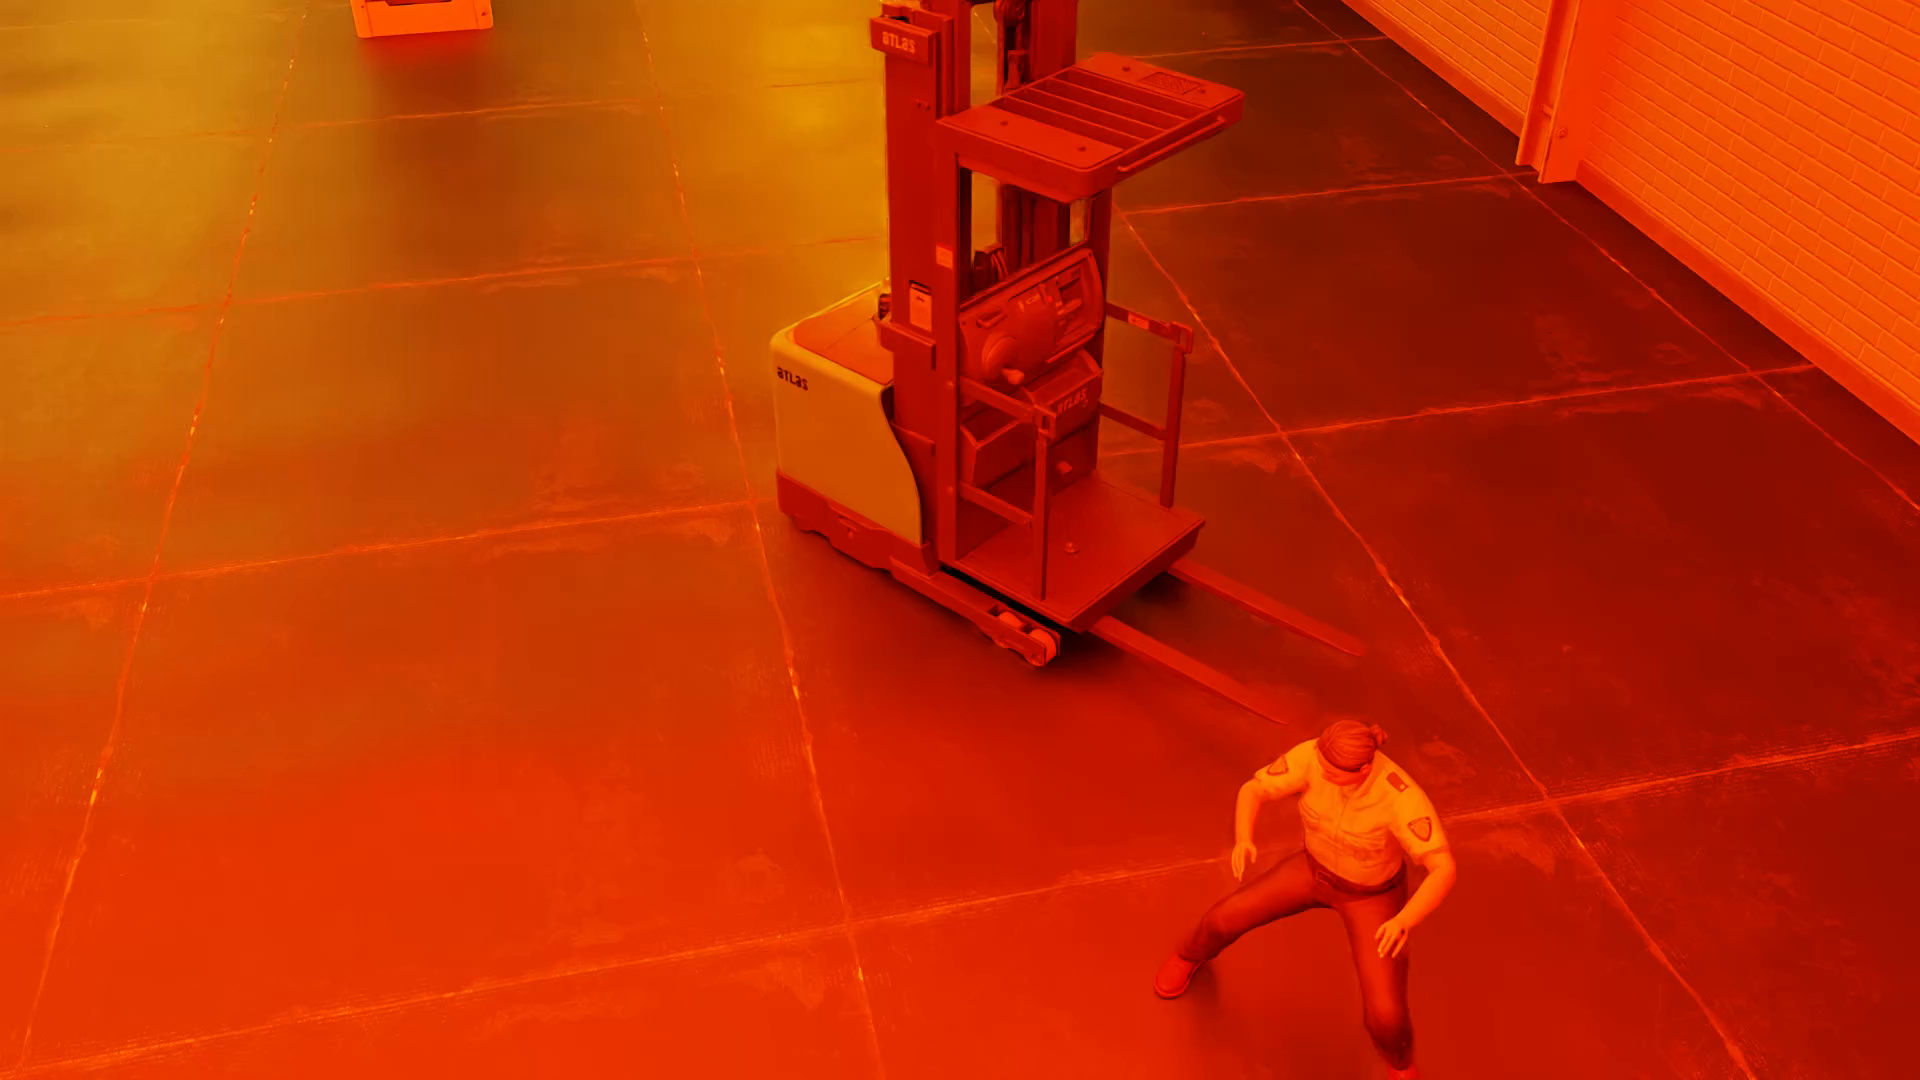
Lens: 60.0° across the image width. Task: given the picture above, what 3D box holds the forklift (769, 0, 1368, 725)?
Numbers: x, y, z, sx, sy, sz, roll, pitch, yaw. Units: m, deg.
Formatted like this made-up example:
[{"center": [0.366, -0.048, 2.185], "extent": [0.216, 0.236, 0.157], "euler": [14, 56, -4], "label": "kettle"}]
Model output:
[{"center": [0.487, -0.953, 7.374], "extent": [3.031, 2.935, 1.130], "euler": [27, 44, 33], "label": "forklift"}]

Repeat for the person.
[{"center": [1.224, 1.212, 5.659], "extent": [0.668, 1.421, 1.043], "euler": [-27, 44, -32], "label": "person"}]
